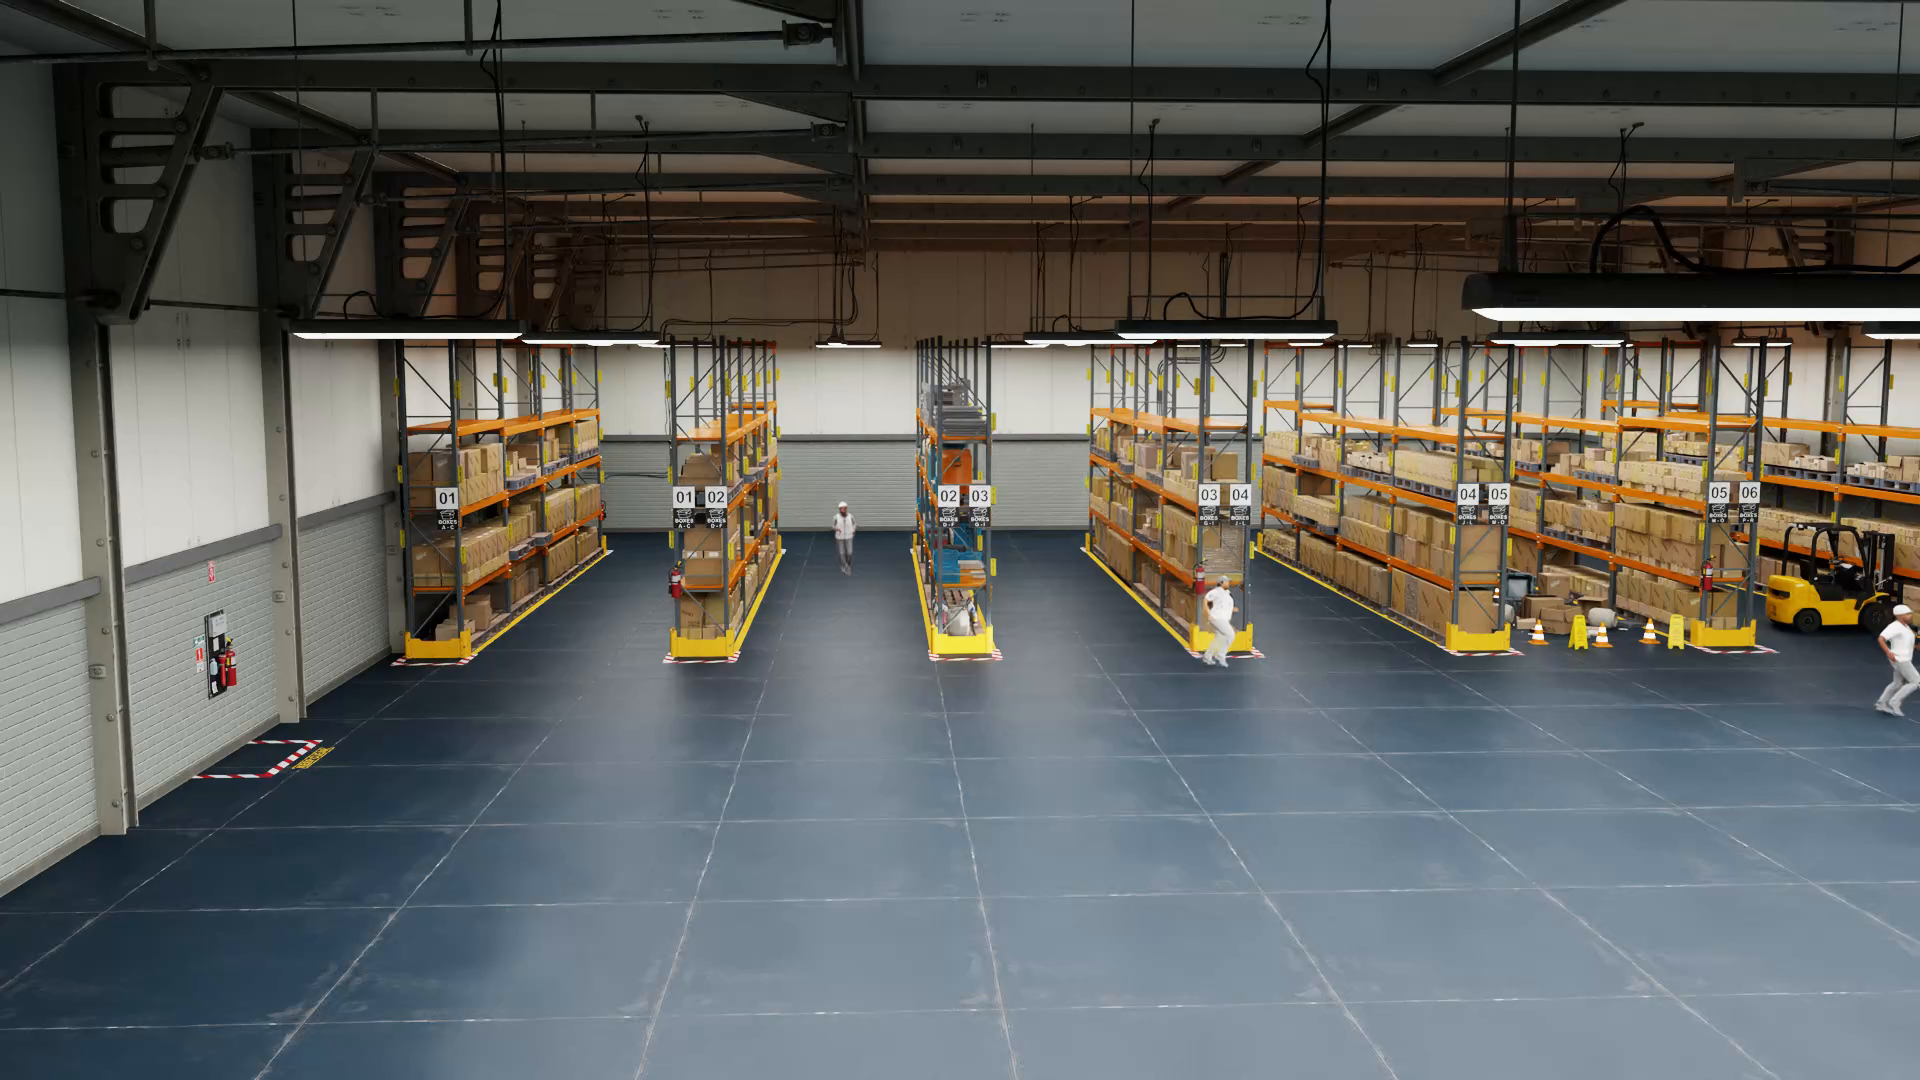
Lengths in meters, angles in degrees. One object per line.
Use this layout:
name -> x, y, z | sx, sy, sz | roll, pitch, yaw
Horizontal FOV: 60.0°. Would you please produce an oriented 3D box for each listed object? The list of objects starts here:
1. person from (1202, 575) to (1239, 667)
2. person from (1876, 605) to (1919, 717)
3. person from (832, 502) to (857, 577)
person -> 4.778, 1.457, 30.333 | 0.632, 1.642, 0.591 | 4, 8, 33
person -> 14.770, 1.895, 26.051 | 0.688, 1.756, 0.675 | 5, 8, 37
person -> -2.807, -0.010, 40.483 | 0.633, 1.832, 0.691 | -1, 7, -8
